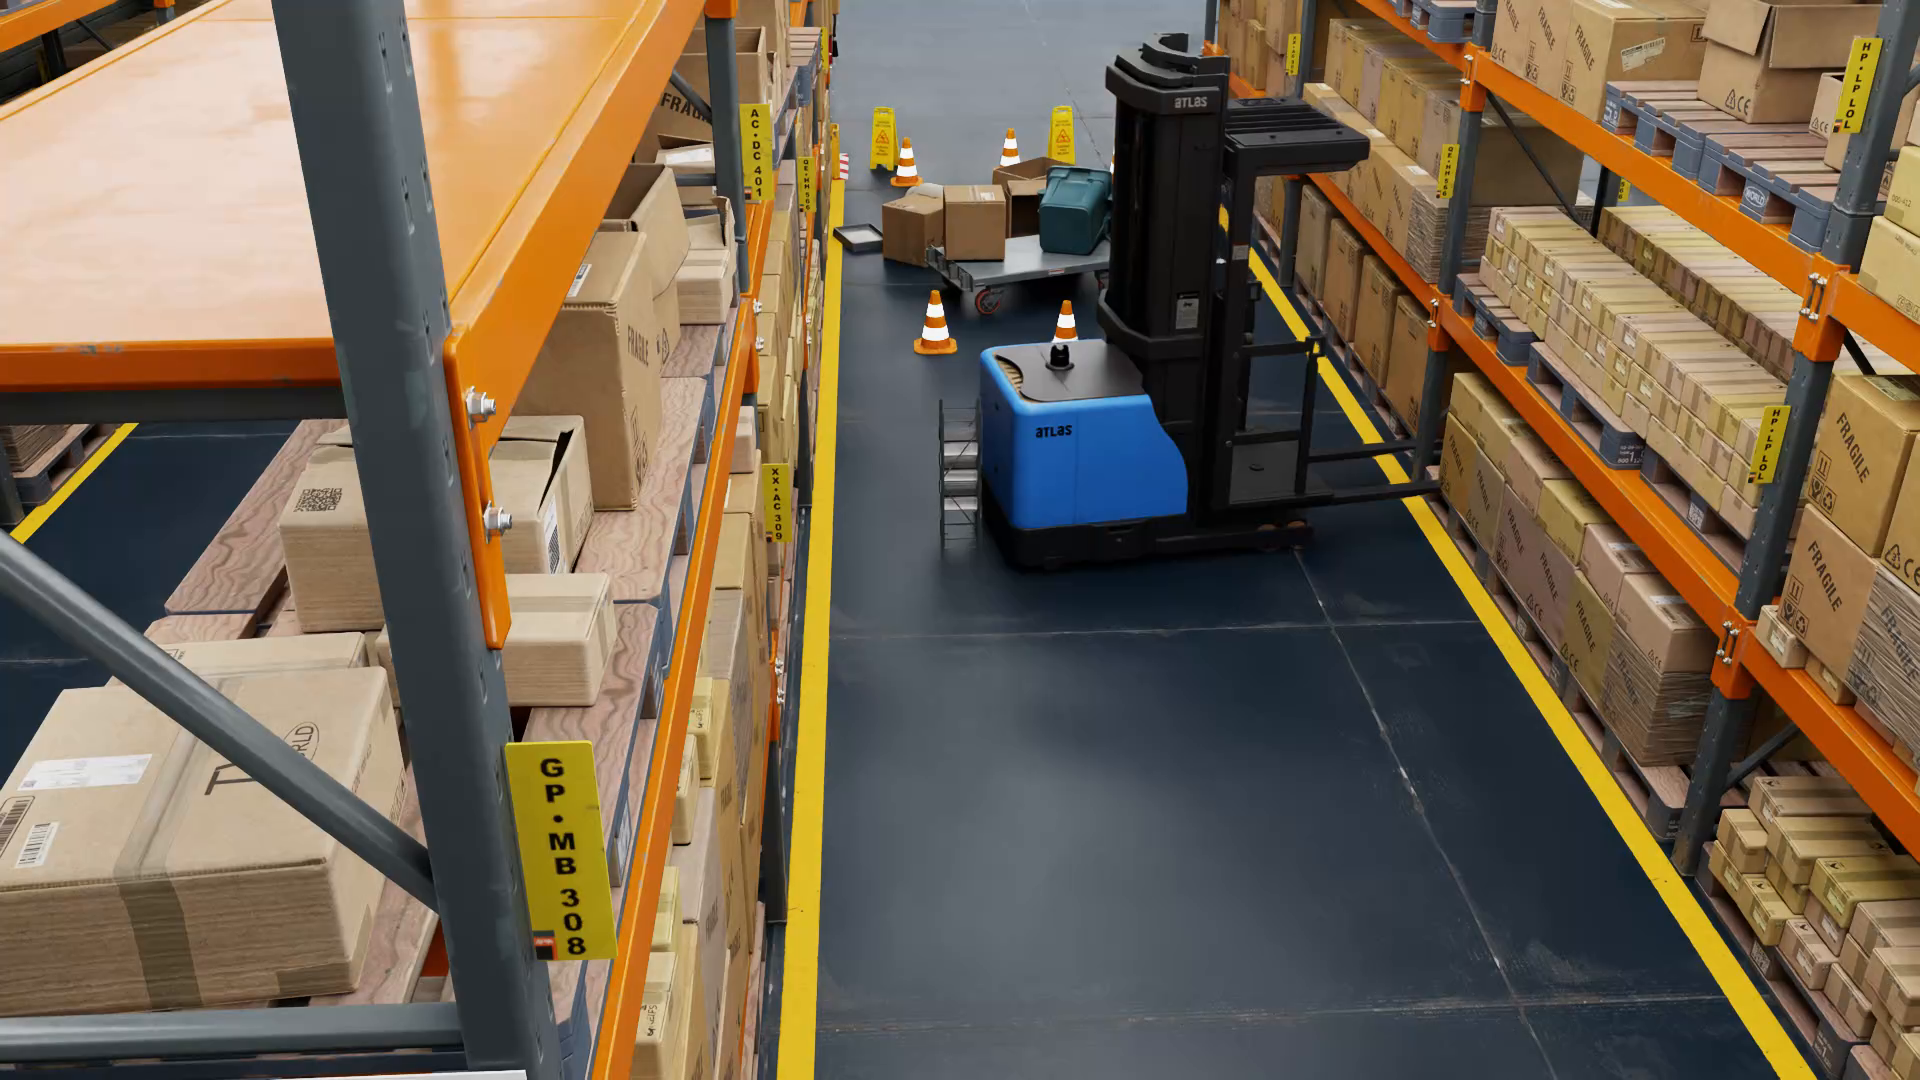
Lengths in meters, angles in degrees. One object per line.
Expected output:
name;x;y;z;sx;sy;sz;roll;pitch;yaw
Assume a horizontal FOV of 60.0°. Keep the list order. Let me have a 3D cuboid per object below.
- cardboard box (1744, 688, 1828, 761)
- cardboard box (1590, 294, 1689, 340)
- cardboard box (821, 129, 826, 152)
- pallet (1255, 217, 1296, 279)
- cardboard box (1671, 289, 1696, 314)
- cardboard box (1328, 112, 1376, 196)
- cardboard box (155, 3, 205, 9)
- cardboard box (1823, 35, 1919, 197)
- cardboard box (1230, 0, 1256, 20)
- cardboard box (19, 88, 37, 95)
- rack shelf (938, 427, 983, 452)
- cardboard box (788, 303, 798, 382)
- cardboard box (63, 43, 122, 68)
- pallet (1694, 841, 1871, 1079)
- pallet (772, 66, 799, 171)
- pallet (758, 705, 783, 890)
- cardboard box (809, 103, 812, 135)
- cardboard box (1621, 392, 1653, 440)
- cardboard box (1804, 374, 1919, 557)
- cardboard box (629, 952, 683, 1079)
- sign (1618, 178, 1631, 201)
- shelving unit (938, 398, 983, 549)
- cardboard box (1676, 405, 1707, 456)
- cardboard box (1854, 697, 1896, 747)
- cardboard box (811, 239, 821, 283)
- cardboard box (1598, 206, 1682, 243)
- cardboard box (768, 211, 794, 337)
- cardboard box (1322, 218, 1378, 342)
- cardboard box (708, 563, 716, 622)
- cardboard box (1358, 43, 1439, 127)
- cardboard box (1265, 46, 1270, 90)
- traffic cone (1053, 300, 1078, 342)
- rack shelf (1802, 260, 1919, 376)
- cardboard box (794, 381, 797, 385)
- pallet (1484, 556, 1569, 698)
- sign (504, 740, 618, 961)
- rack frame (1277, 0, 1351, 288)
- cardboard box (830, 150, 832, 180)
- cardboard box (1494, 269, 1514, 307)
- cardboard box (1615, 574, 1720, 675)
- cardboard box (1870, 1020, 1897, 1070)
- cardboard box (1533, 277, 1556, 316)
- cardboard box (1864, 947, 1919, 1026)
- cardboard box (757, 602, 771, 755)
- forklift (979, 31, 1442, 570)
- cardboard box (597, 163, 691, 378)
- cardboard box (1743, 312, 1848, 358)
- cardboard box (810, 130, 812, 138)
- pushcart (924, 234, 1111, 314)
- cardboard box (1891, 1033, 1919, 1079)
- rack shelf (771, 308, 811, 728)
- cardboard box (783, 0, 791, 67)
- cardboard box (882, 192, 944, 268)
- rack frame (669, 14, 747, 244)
cardboard box;3.923;0.704;7.906;0.500;0.500;0.500;0;28;-1
cardboard box;3.398;-1.116;8.321;0.380;0.149;0.250;-2;28;-3
cardboard box;-1.396;-3.562;14.842;0.380;0.149;0.250;0;28;-1
pallet;3.317;-2.682;15.164;1.003;0.211;1.213;-1;28;-3
cardboard box;4.024;-1.232;8.865;0.380;0.149;0.250;-2;28;-3
cardboard box;3.088;-2.896;12.451;0.500;0.500;0.500;-2;28;-3
cardboard box;-6.968;-4.713;14.912;0.380;0.149;0.250;-1;28;-2
cardboard box;3.787;-1.609;6.285;0.700;0.500;0.500;-1;28;-3
cardboard box;3.065;-5.272;15.784;0.875;0.550;0.550;-1;28;-3
cardboard box;-6.850;-3.317;12.556;0.380;0.149;0.250;-2;28;-4
rack shelf;0.000;-0.605;9.925;0.258;0.077;0.200;-1;28;-3
cardboard box;-1.094;-1.017;8.577;0.500;0.250;0.500;-2;28;-4
cardboard box;-6.934;-3.881;13.317;0.380;0.149;0.250;-1;28;-3
pallet;3.767;1.675;6.810;1.003;0.211;1.213;-1;28;-3
pallet;-1.302;-1.986;7.774;1.003;0.211;1.213;0;28;0
pallet;-1.357;1.177;7.764;1.003;0.211;1.213;-1;28;-3
cardboard box;-1.379;-3.325;12.497;0.500;0.500;0.500;-1;28;-2
cardboard box;3.420;-0.603;7.981;0.380;0.149;0.250;-3;28;-5
cardboard box;3.477;-0.276;6.024;0.500;0.500;0.500;-1;28;-1
cardboard box;-0.758;0.955;3.285;0.380;0.149;0.250;-1;28;-1
sign;4.029;-2.214;10.084;0.100;0.325;0.005;-1;28;-3
shelving unit;0.000;-0.395;10.035;0.258;0.900;0.210;-1;28;-3
cardboard box;3.454;-0.493;7.447;0.380;0.149;0.250;0;28;0
cardboard box;3.539;0.619;6.092;0.380;0.149;0.250;-3;28;-5
cardboard box;-1.629;-2.178;13.570;0.950;0.372;0.625;-1;28;-2
cardboard box;3.971;-1.841;9.711;0.380;0.149;0.250;-2;28;-5
cardboard box;-1.108;-1.341;8.388;0.500;0.500;0.500;-1;28;-3
cardboard box;3.448;-2.024;12.865;1.050;0.750;0.750;-1;28;-3
cardboard box;-0.919;0.126;4.874;0.380;0.149;0.250;-2;28;-3
cardboard box;3.366;-3.353;12.245;0.700;0.500;0.500;-1;28;-2
cardboard box;3.286;-4.307;15.103;0.875;0.550;0.550;-1;28;-3
traffic cone;0.818;-1.626;12.866;0.336;0.463;0.334;-1;28;-3
rack shelf;3.801;0.042;4.460;1.077;0.370;4.000;-1;28;-3
cardboard box;-1.112;-0.789;8.682;0.500;0.250;0.500;-2;28;-3
pallet;3.588;0.441;9.175;1.003;0.211;1.213;-1;28;-3
sign;-0.478;0.379;2.004;0.100;0.325;0.005;-1;28;-3
rack frame;3.279;-3.565;13.842;1.000;3.000;0.127;-1;28;-3
cardboard box;-1.556;-3.835;16.879;0.500;0.250;0.500;-2;28;-3
cardboard box;3.323;-1.457;9.618;0.380;0.149;0.250;0;28;0
cardboard box;3.405;0.381;7.714;0.500;0.250;0.500;-2;28;-4
cardboard box;3.586;1.859;6.071;0.380;0.149;0.250;-3;28;-5
cardboard box;3.359;-1.332;9.056;0.380;0.149;0.250;-1;28;-2
cardboard box;3.493;1.591;5.941;0.380;0.149;0.250;-1;28;-2
cardboard box;-0.962;0.459;6.018;0.500;0.500;0.500;-1;28;-2
forklift;1.678;-1.459;9.878;3.031;2.935;1.130;-6;28;-11
cardboard box;-1.139;-0.689;4.409;0.797;0.503;0.637;1;28;1
cardboard box;4.067;-0.999;8.097;0.380;0.149;0.250;0;28;-1
cardboard box;-1.311;-3.002;12.581;0.380;0.149;0.250;-2;28;-3
pushcart;0.615;-2.314;14.280;1.648;0.377;0.936;-11;30;-20
cardboard box;3.500;1.847;5.772;0.380;0.149;0.250;-2;28;-3
rack shelf;-1.346;-0.309;8.377;1.077;0.370;4.000;-1;28;-3
cardboard box;-1.209;-2.660;8.300;0.700;0.500;0.500;-3;28;-5
cardboard box;-0.356;-2.819;15.113;0.500;0.500;0.500;19;33;32
rack frame;-1.241;-2.364;5.052;1.000;3.000;0.127;-1;28;-3
